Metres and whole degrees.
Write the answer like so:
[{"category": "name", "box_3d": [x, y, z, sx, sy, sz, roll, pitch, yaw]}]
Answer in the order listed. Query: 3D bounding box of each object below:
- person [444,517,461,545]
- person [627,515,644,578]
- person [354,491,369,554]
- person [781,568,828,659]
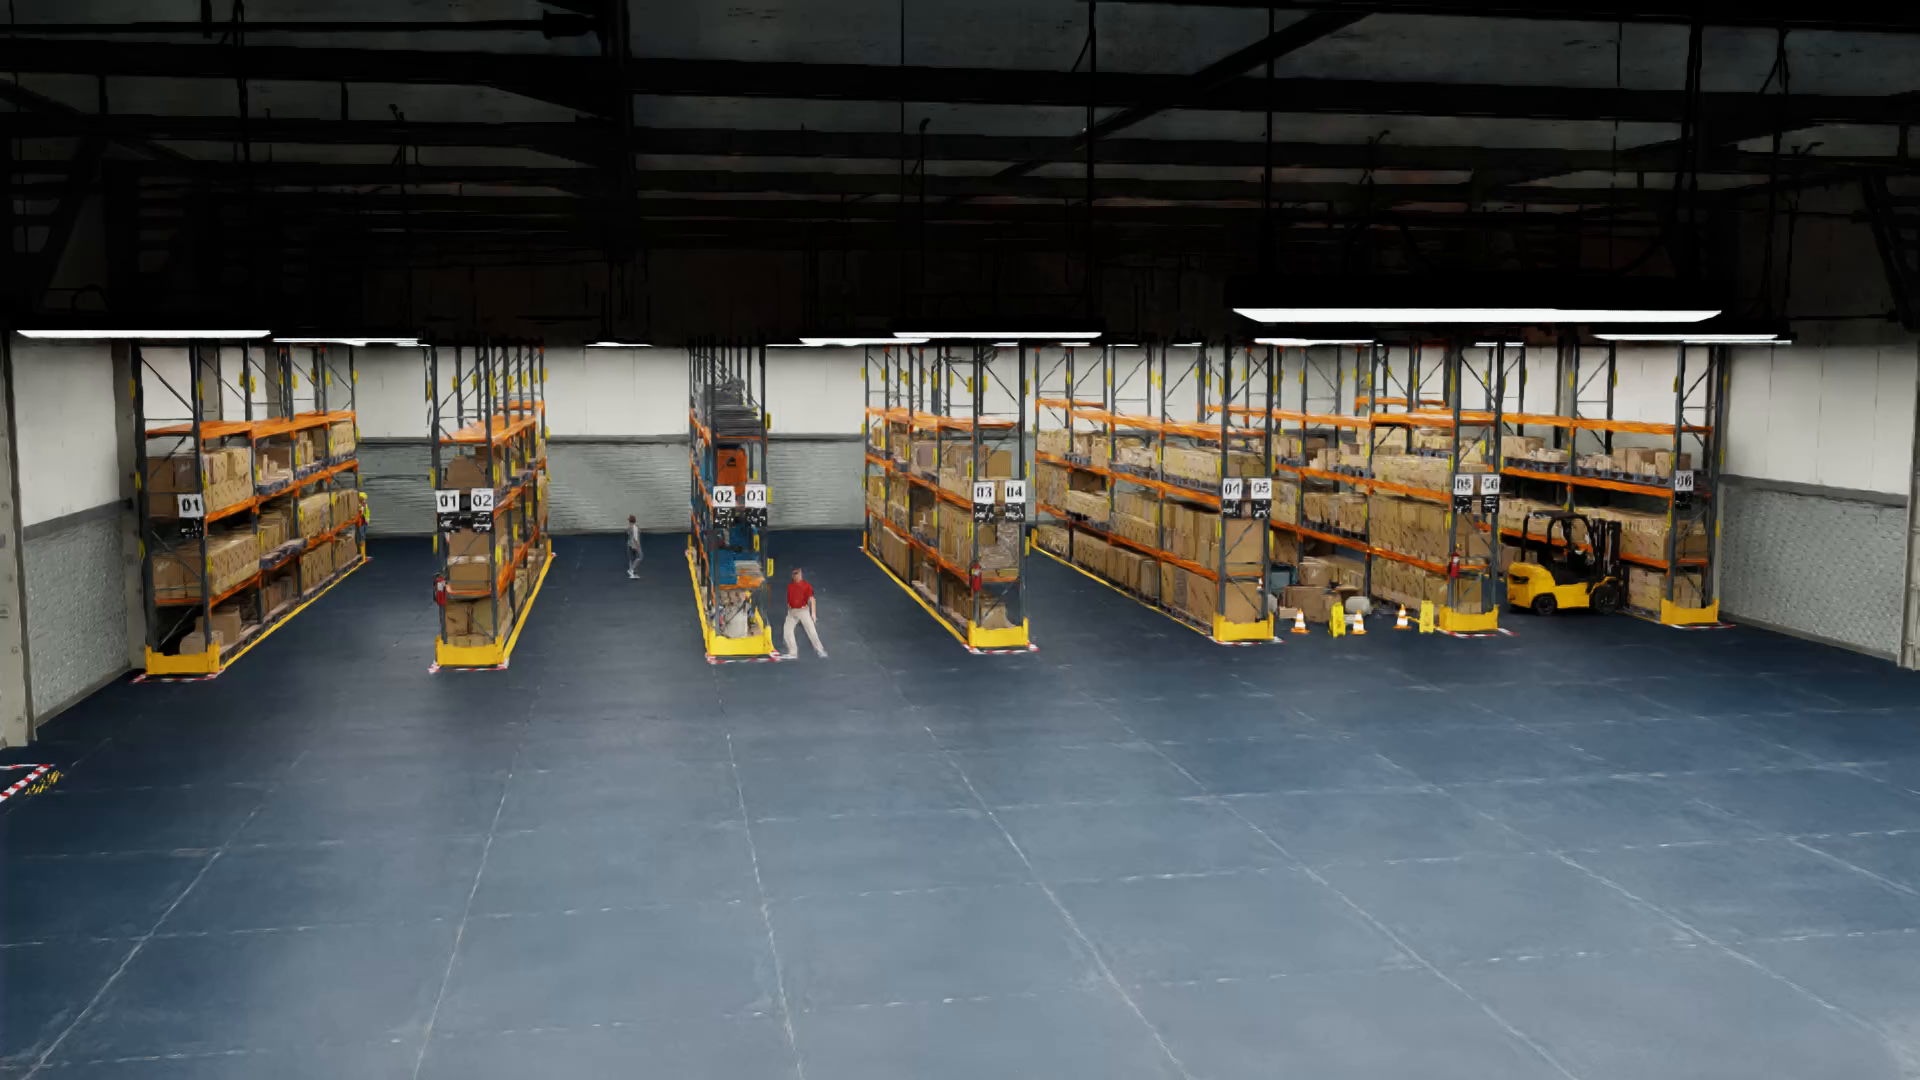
[{"category": "person", "box_3d": [-13.150, -0.088, 43.297, 0.543, 1.700, 1.115, -1, 7, -8]}, {"category": "person", "box_3d": [-8.175, 0.163, 41.660, 0.380, 1.594, 0.452, -5, 8, -39]}, {"category": "person", "box_3d": [-16.769, -0.473, 46.366, 0.465, 1.761, 0.722, 2, 7, 15]}, {"category": "person", "box_3d": [-2.870, 1.358, 30.832, 0.762, 1.681, 0.604, 3, 7, 26]}]
